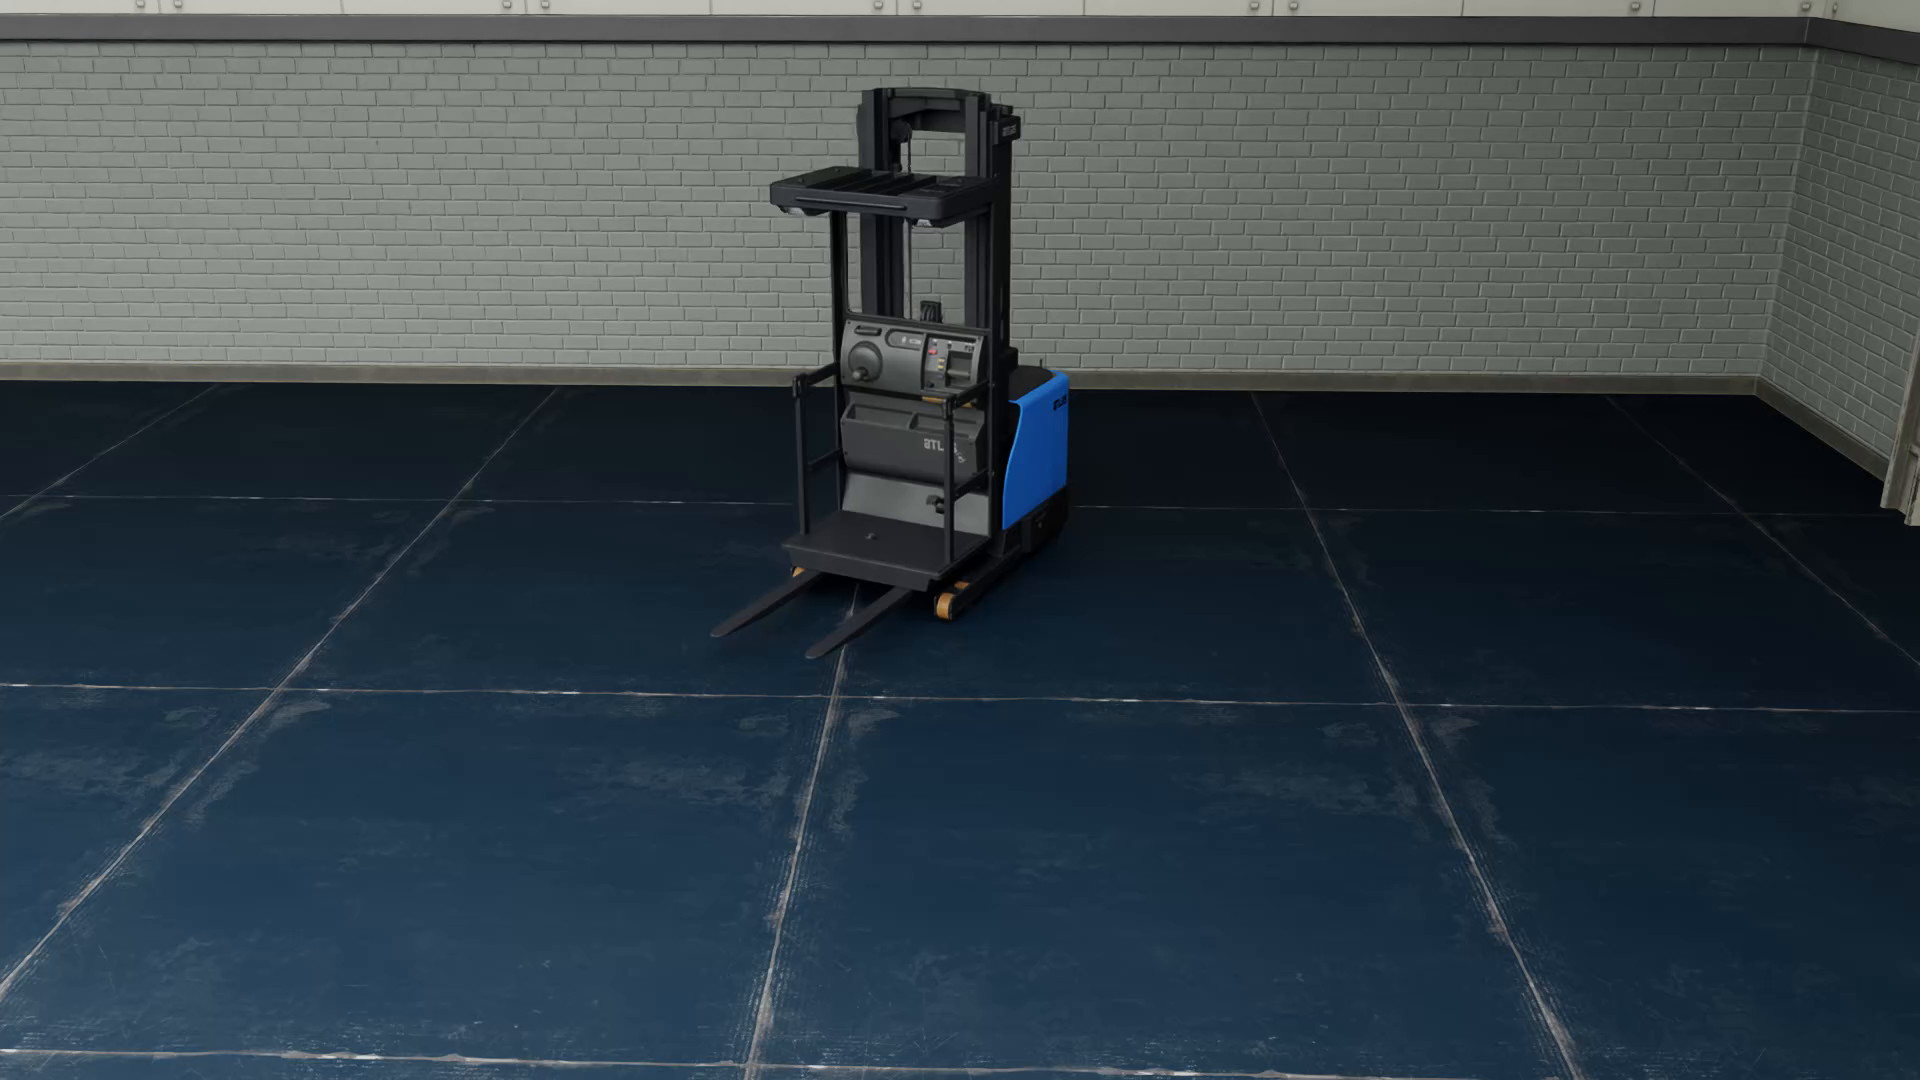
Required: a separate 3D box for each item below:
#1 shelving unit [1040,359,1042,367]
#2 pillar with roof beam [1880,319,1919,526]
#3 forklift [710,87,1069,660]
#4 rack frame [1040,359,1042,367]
[{"bbox_3d":[0.414,-0.718,11.428,0.215,1.050,0.252,10,24,25],"label":"shelving unit"},{"bbox_3d":[2.288,-4.412,9.960,9.100,9.000,0.400,1,21,2],"label":"pillar with roof beam"},{"bbox_3d":[-0.385,-1.073,9.743,1.130,2.935,3.031,10,24,25],"label":"forklift"},{"bbox_3d":[0.469,-0.757,11.529,0.200,1.050,0.008,10,24,25],"label":"rack frame"}]
